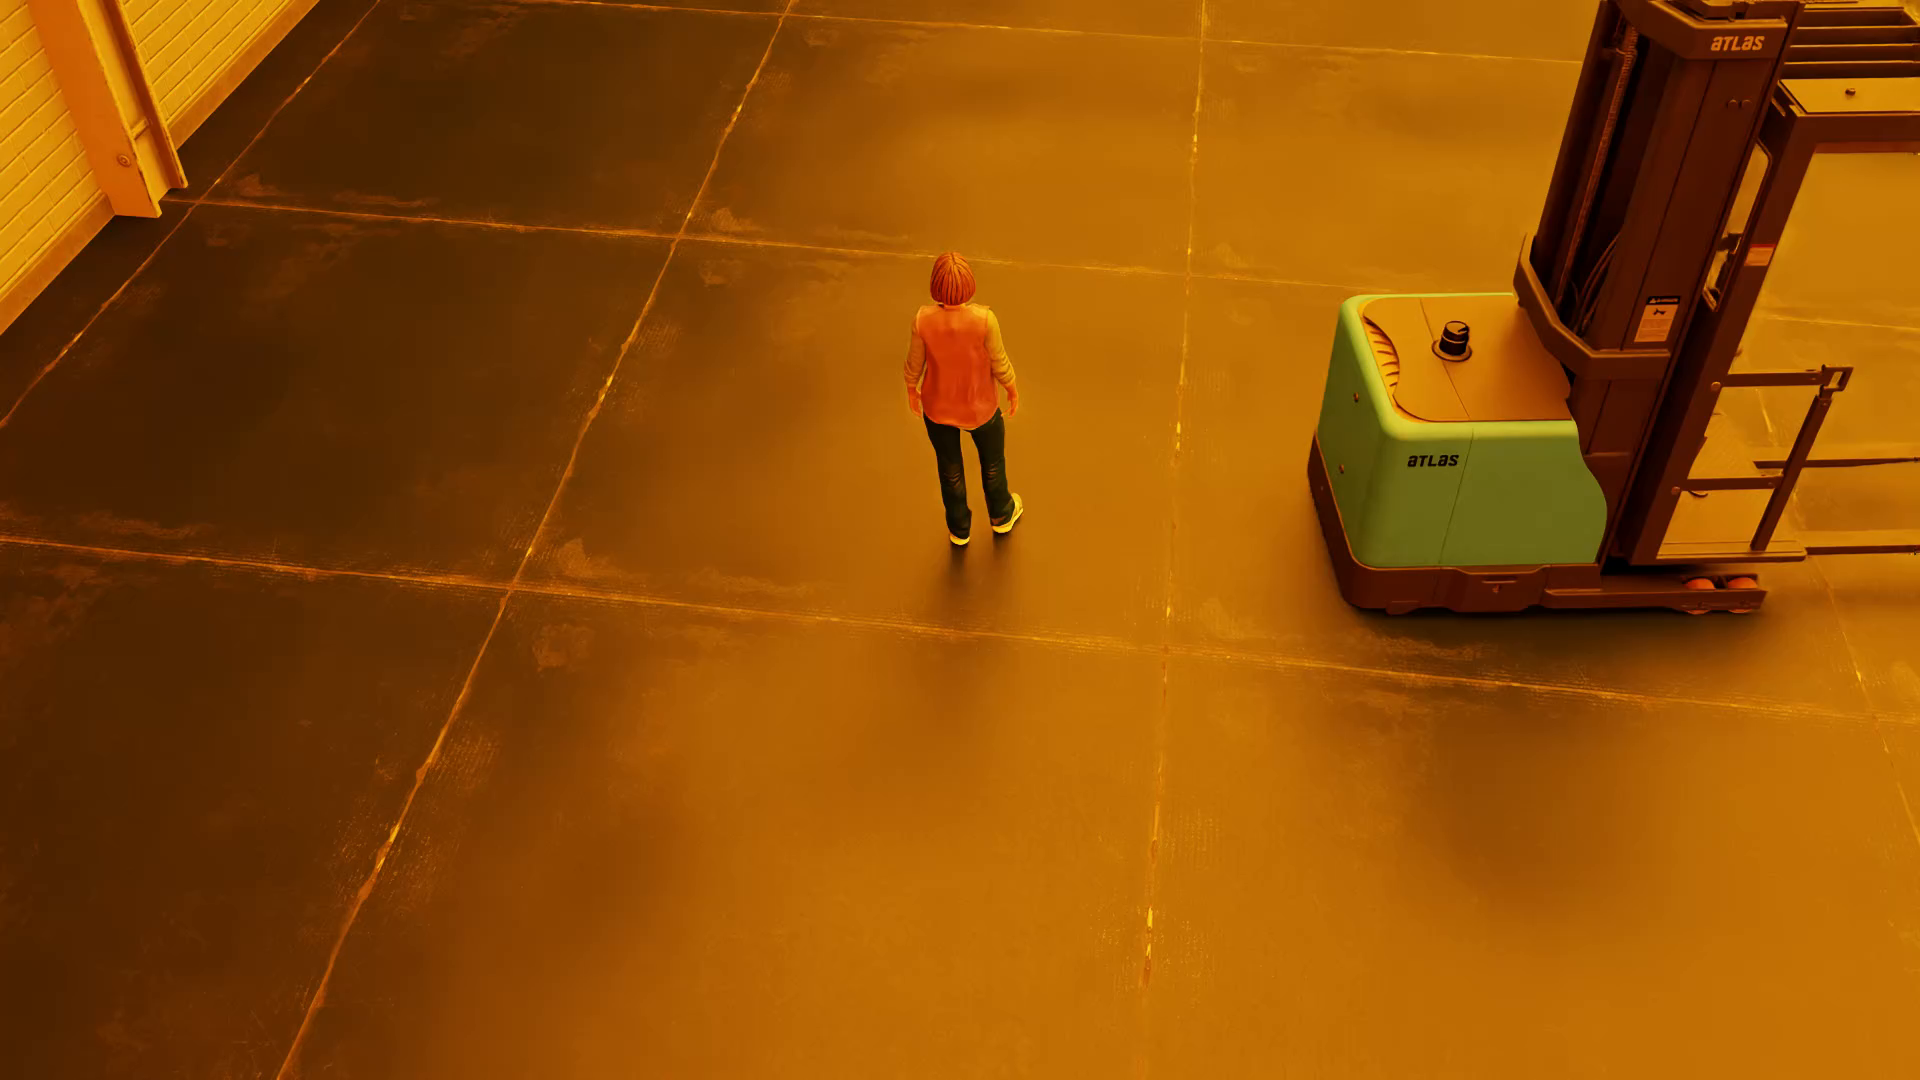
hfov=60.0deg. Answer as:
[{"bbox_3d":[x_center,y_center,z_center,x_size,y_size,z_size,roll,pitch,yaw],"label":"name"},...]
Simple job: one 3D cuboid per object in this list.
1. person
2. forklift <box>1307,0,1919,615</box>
[{"bbox_3d":[0.024,-0.643,7.399,0.520,1.599,0.473,5,43,6],"label":"person"},{"bbox_3d":[3.228,-1.104,6.926,3.031,2.935,1.130,-1,43,-1],"label":"forklift"}]
